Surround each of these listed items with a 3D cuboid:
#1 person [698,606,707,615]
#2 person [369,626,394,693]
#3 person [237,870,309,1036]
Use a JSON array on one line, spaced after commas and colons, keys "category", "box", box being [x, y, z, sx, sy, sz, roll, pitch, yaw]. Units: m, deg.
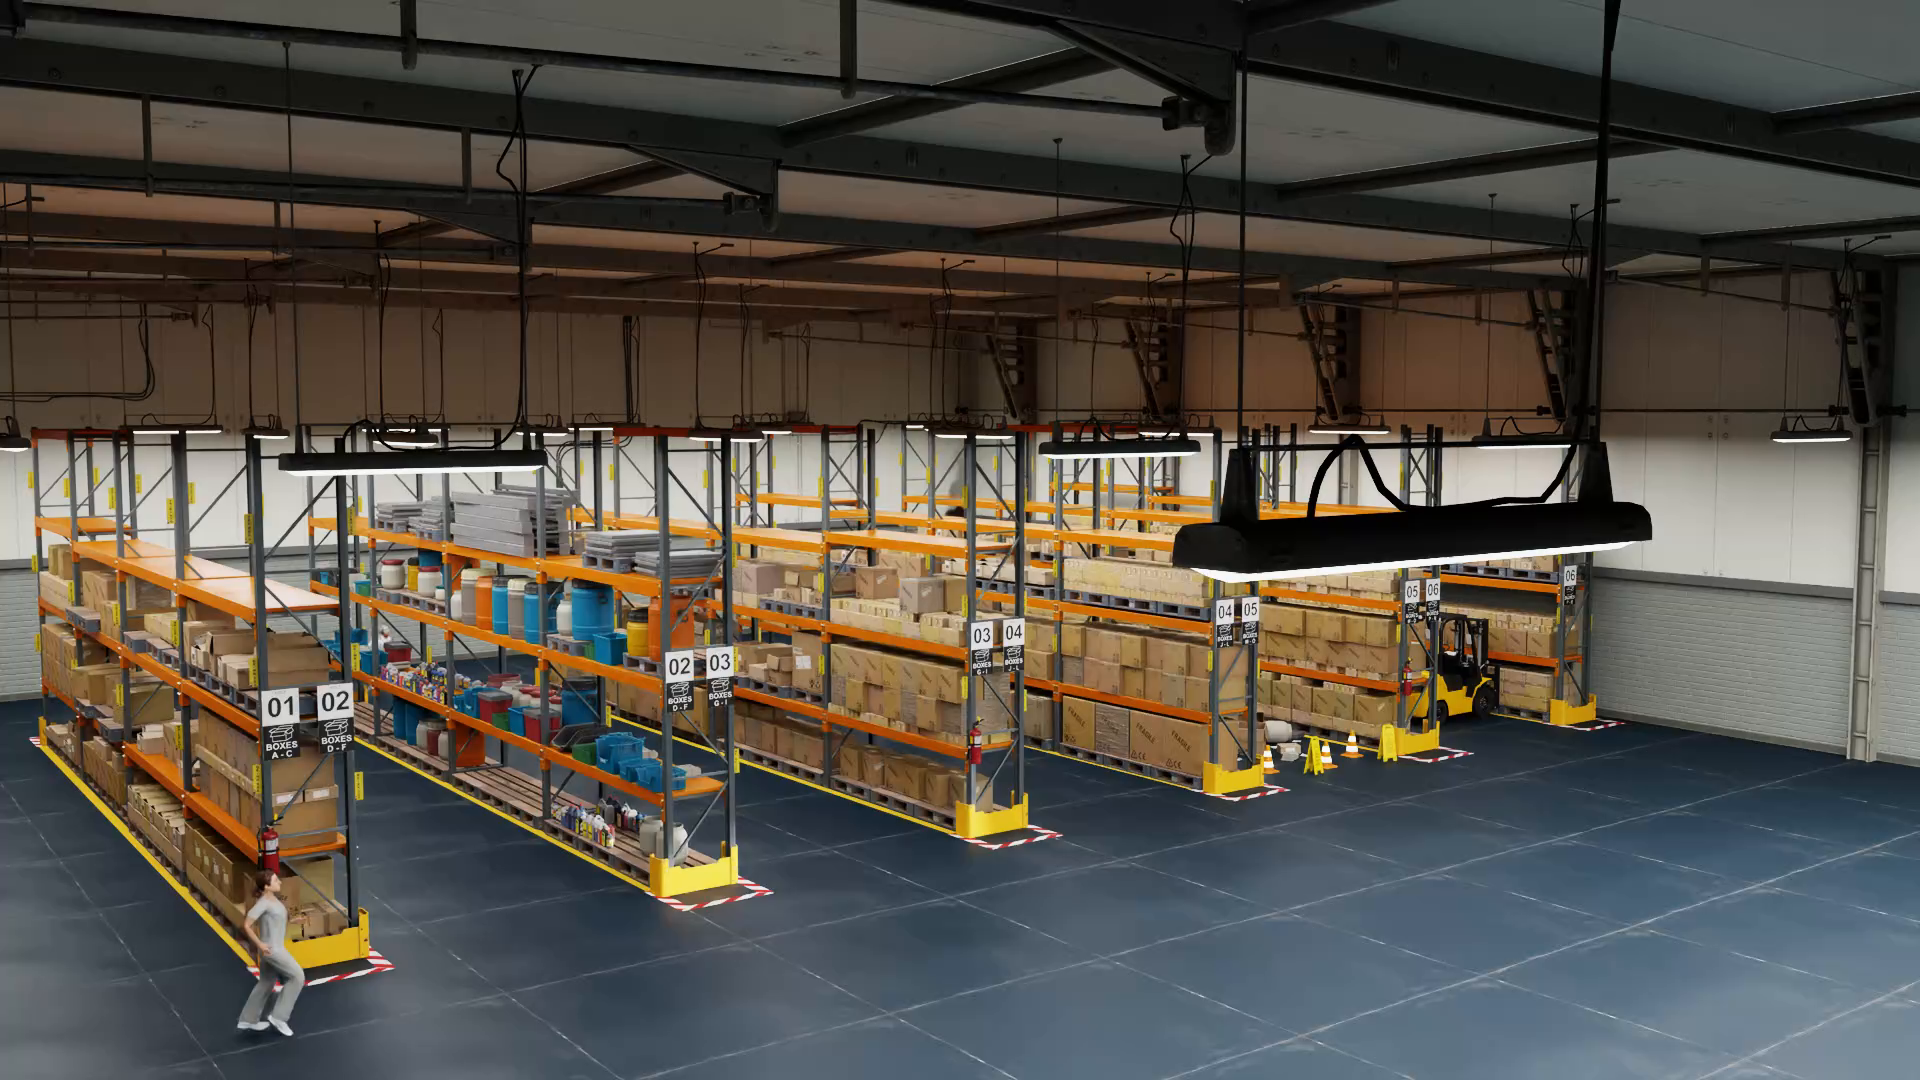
[{"category": "person", "box": [-6.269, 2.410, 40.428, 0.533, 1.537, 0.754, 0, 4, -2]}, {"category": "person", "box": [-12.612, 2.681, 36.457, 0.897, 1.659, 0.731, 0, 4, 3]}, {"category": "person", "box": [-6.957, 4.176, 16.822, 0.709, 1.697, 0.535, -2, 5, -21]}]
